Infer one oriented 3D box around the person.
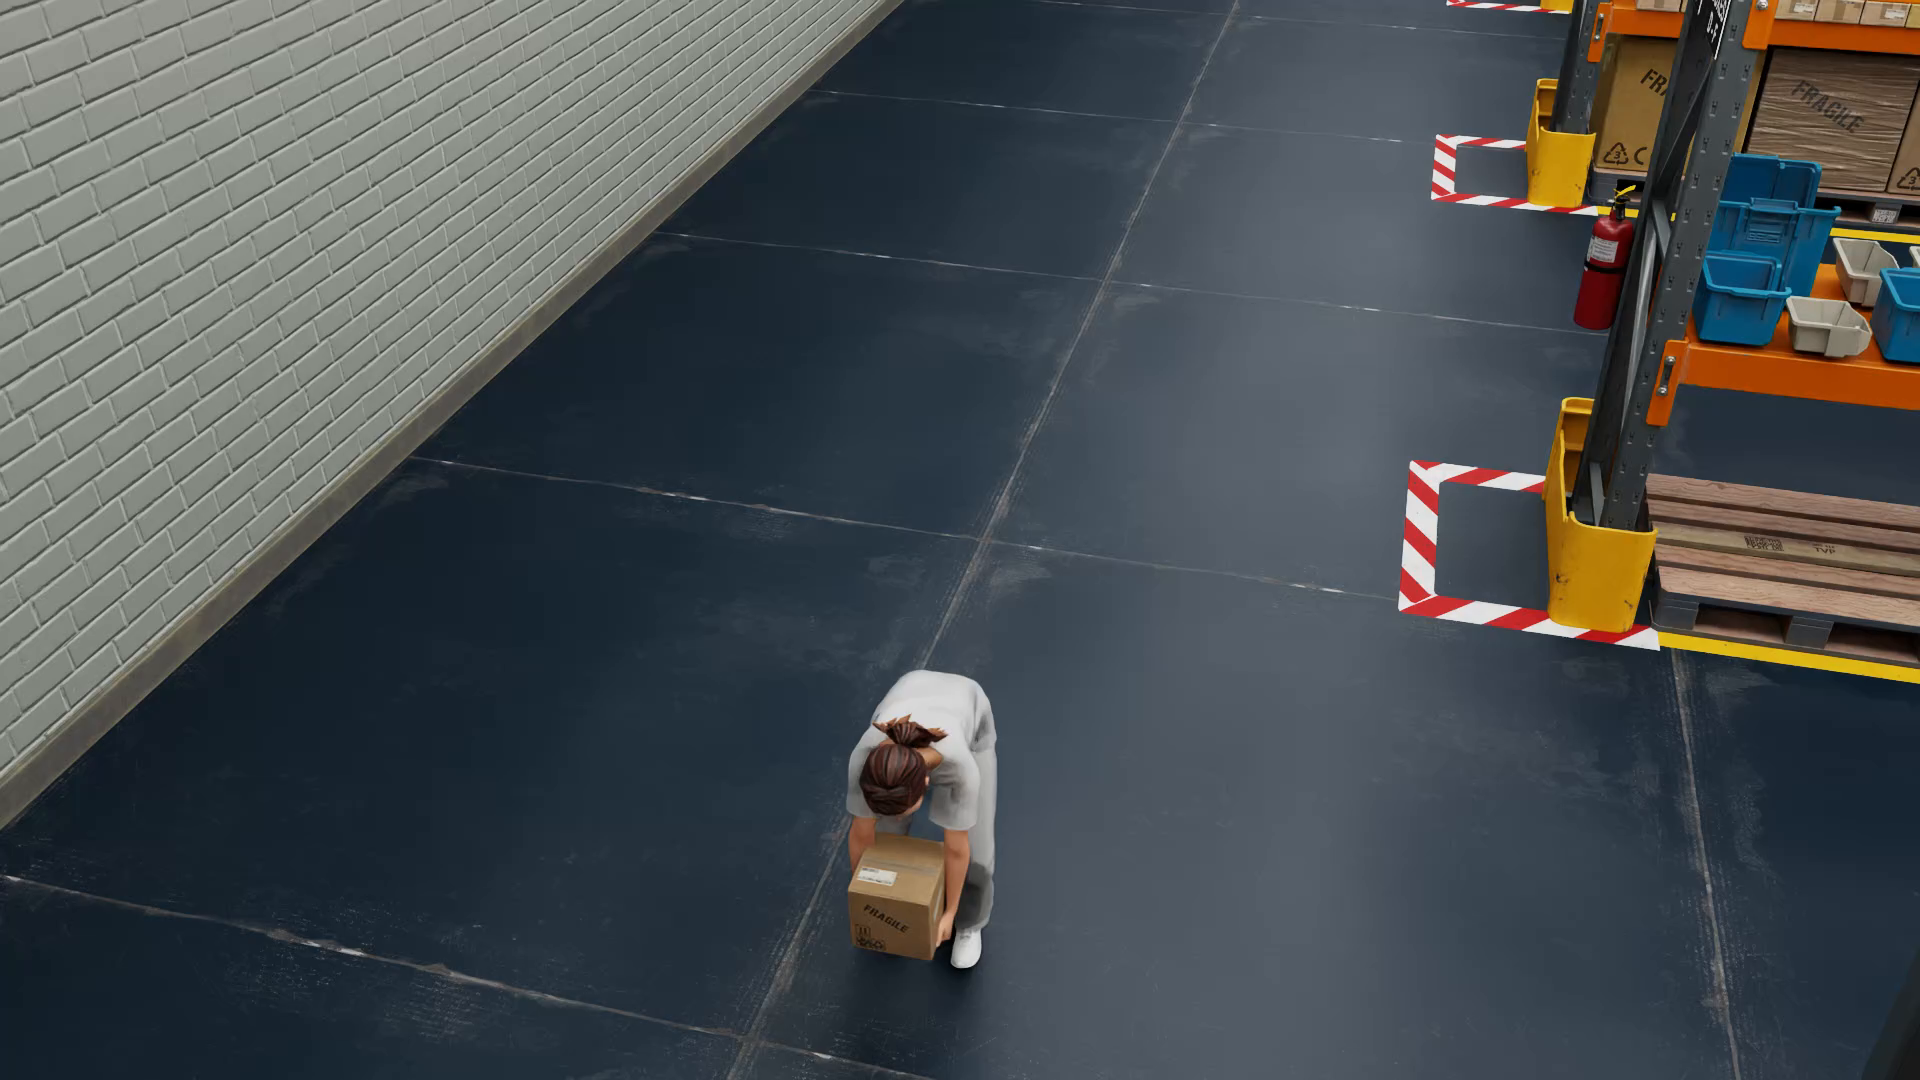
[{"bbox_3d":[-0.124,0.922,5.142,0.434,1.216,0.837,7,34,11],"label":"person"}]
